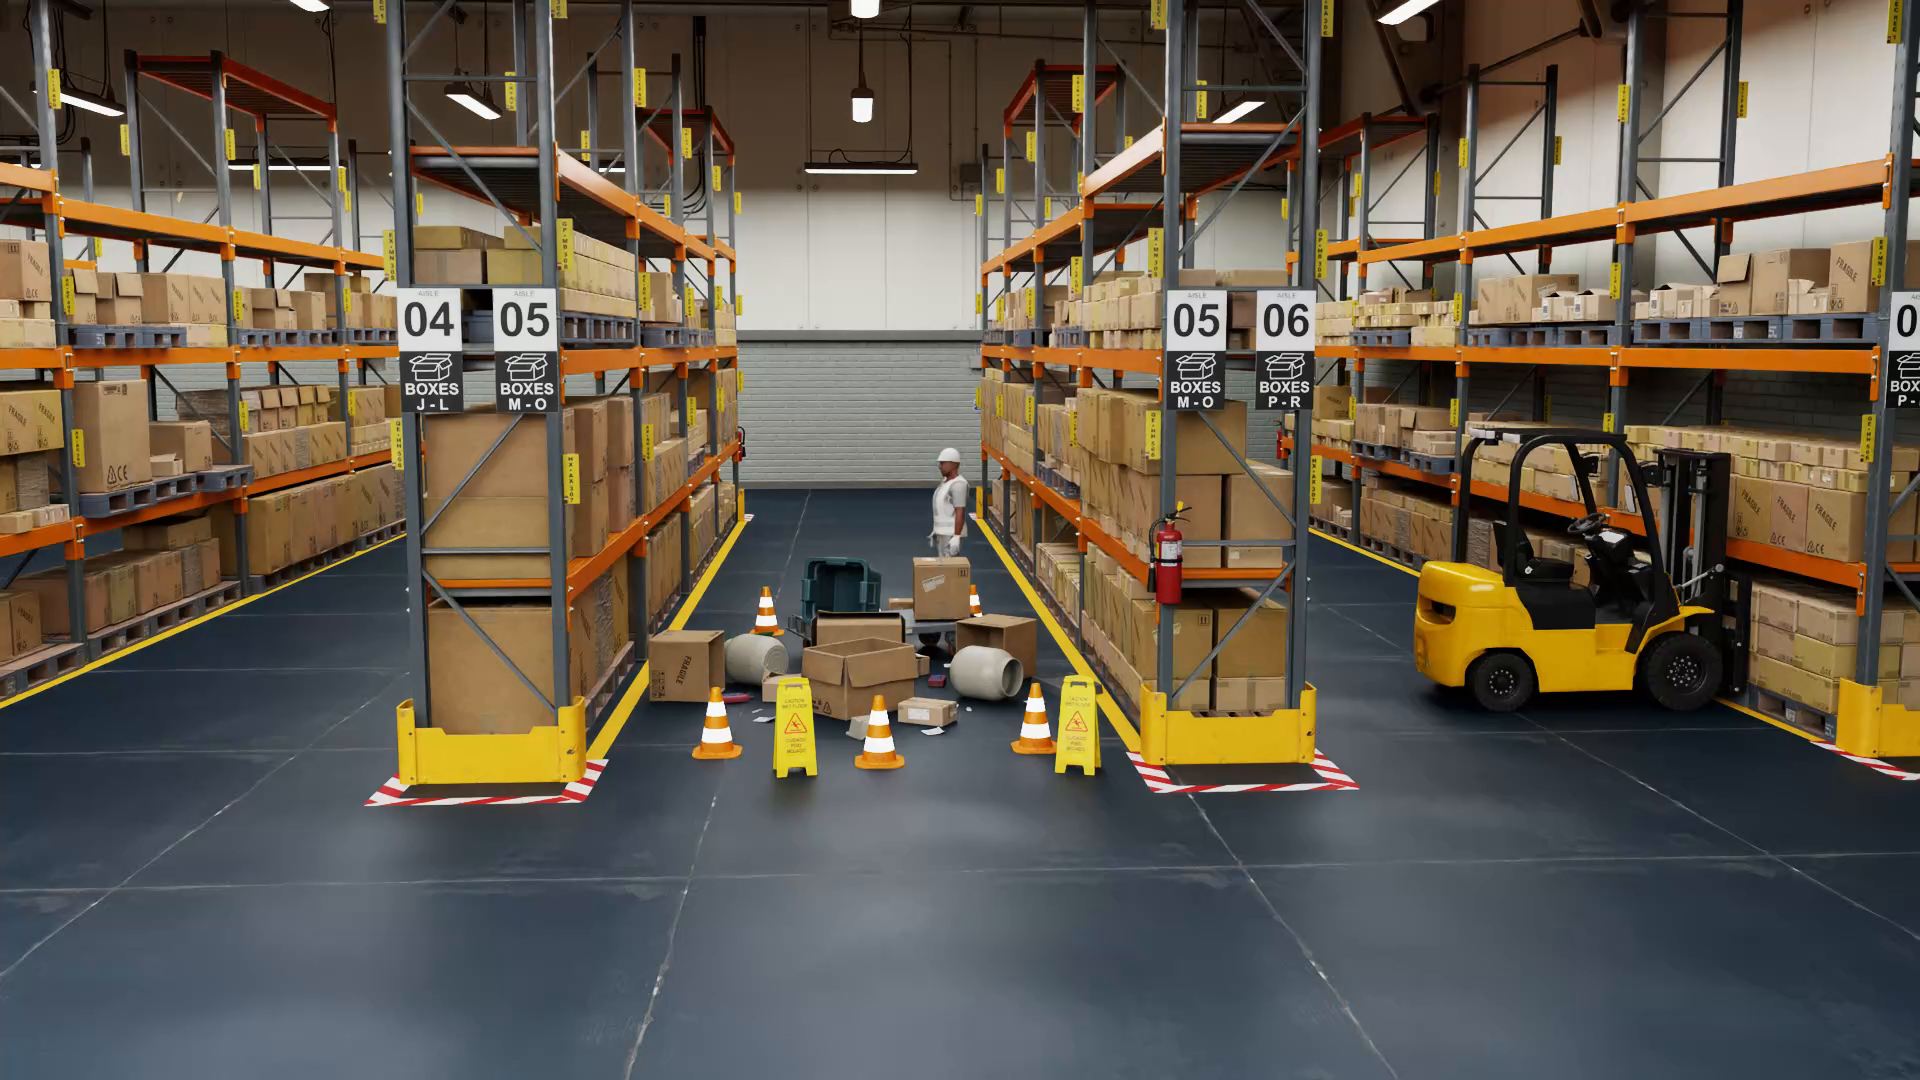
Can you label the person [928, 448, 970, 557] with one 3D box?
[{"bbox_3d":[-0.131,-0.029,16.850,0.506,1.800,0.570,-2,7,-13],"label":"person"}]
